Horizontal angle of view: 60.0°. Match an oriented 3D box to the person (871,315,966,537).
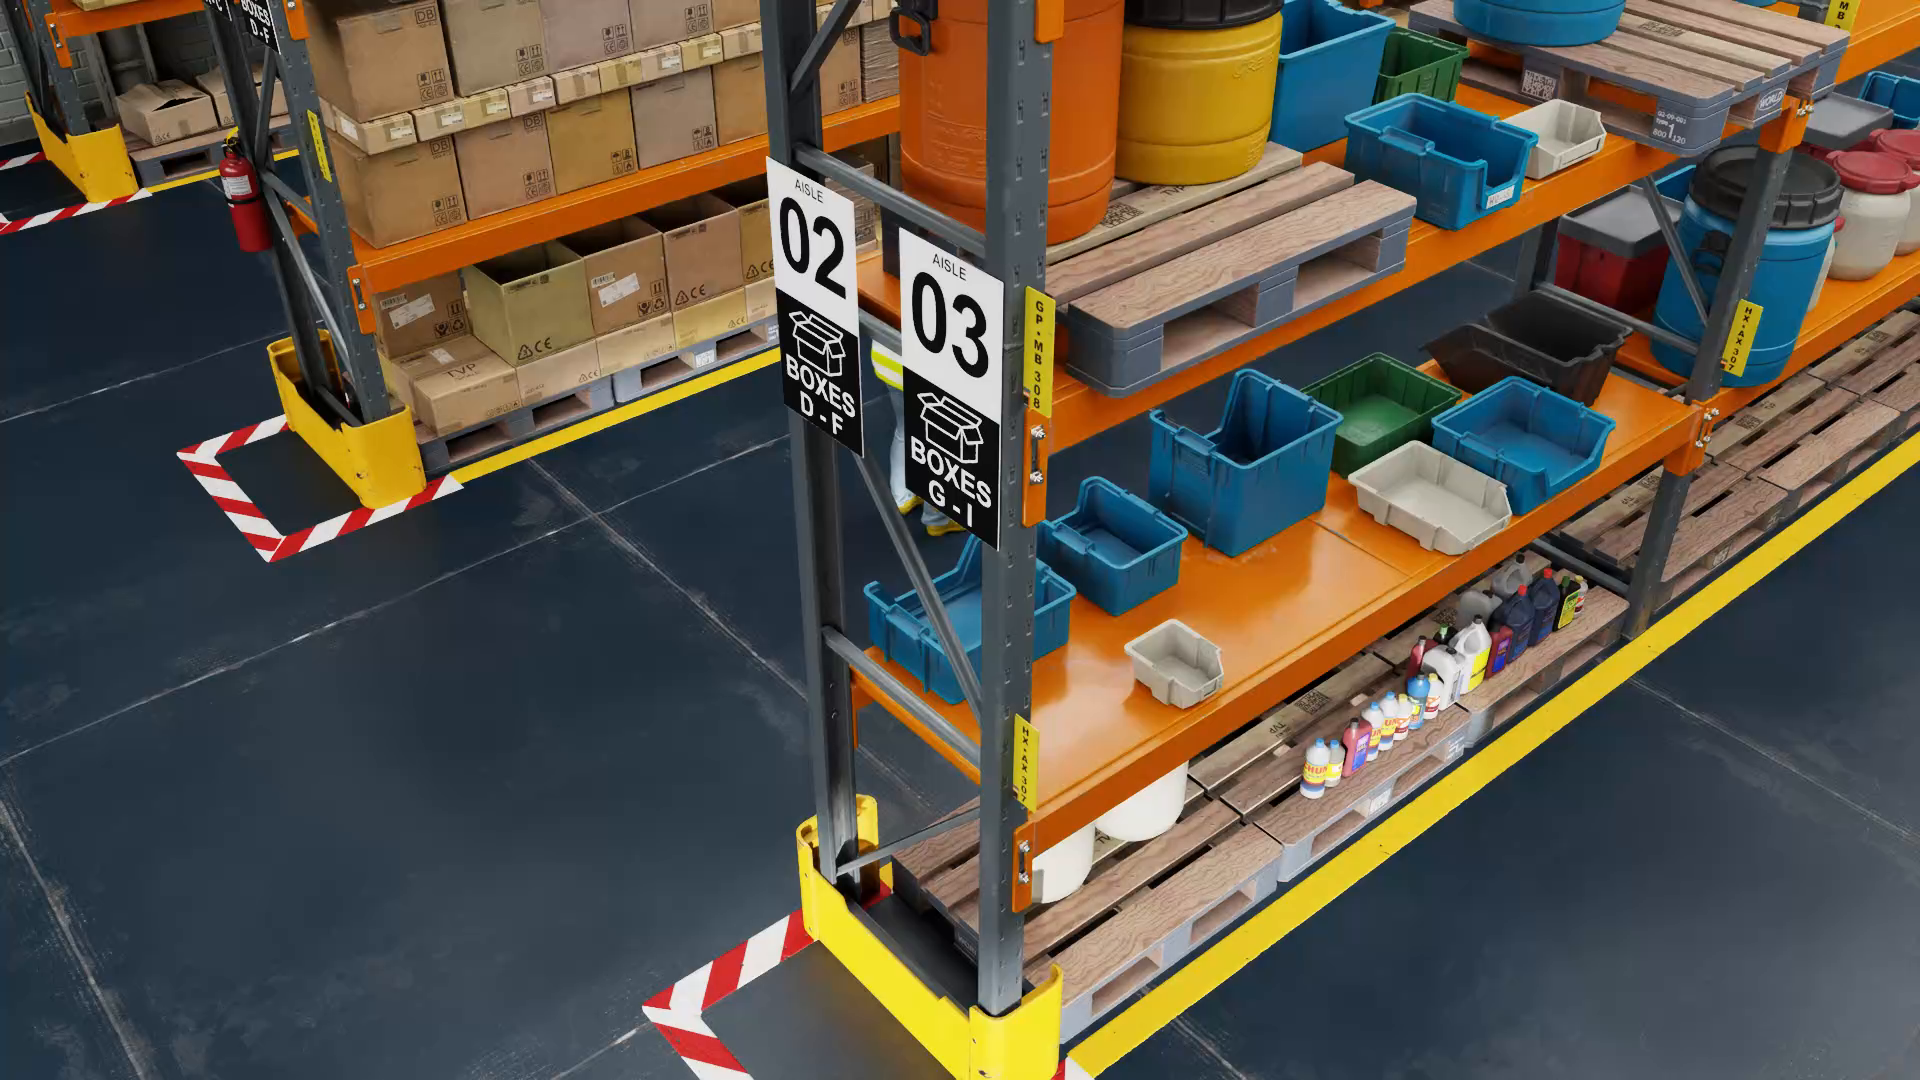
[{"bbox_3d":[-0.188,-0.864,8.267,0.461,1.759,0.633,-29,45,-34],"label":"person"}]
